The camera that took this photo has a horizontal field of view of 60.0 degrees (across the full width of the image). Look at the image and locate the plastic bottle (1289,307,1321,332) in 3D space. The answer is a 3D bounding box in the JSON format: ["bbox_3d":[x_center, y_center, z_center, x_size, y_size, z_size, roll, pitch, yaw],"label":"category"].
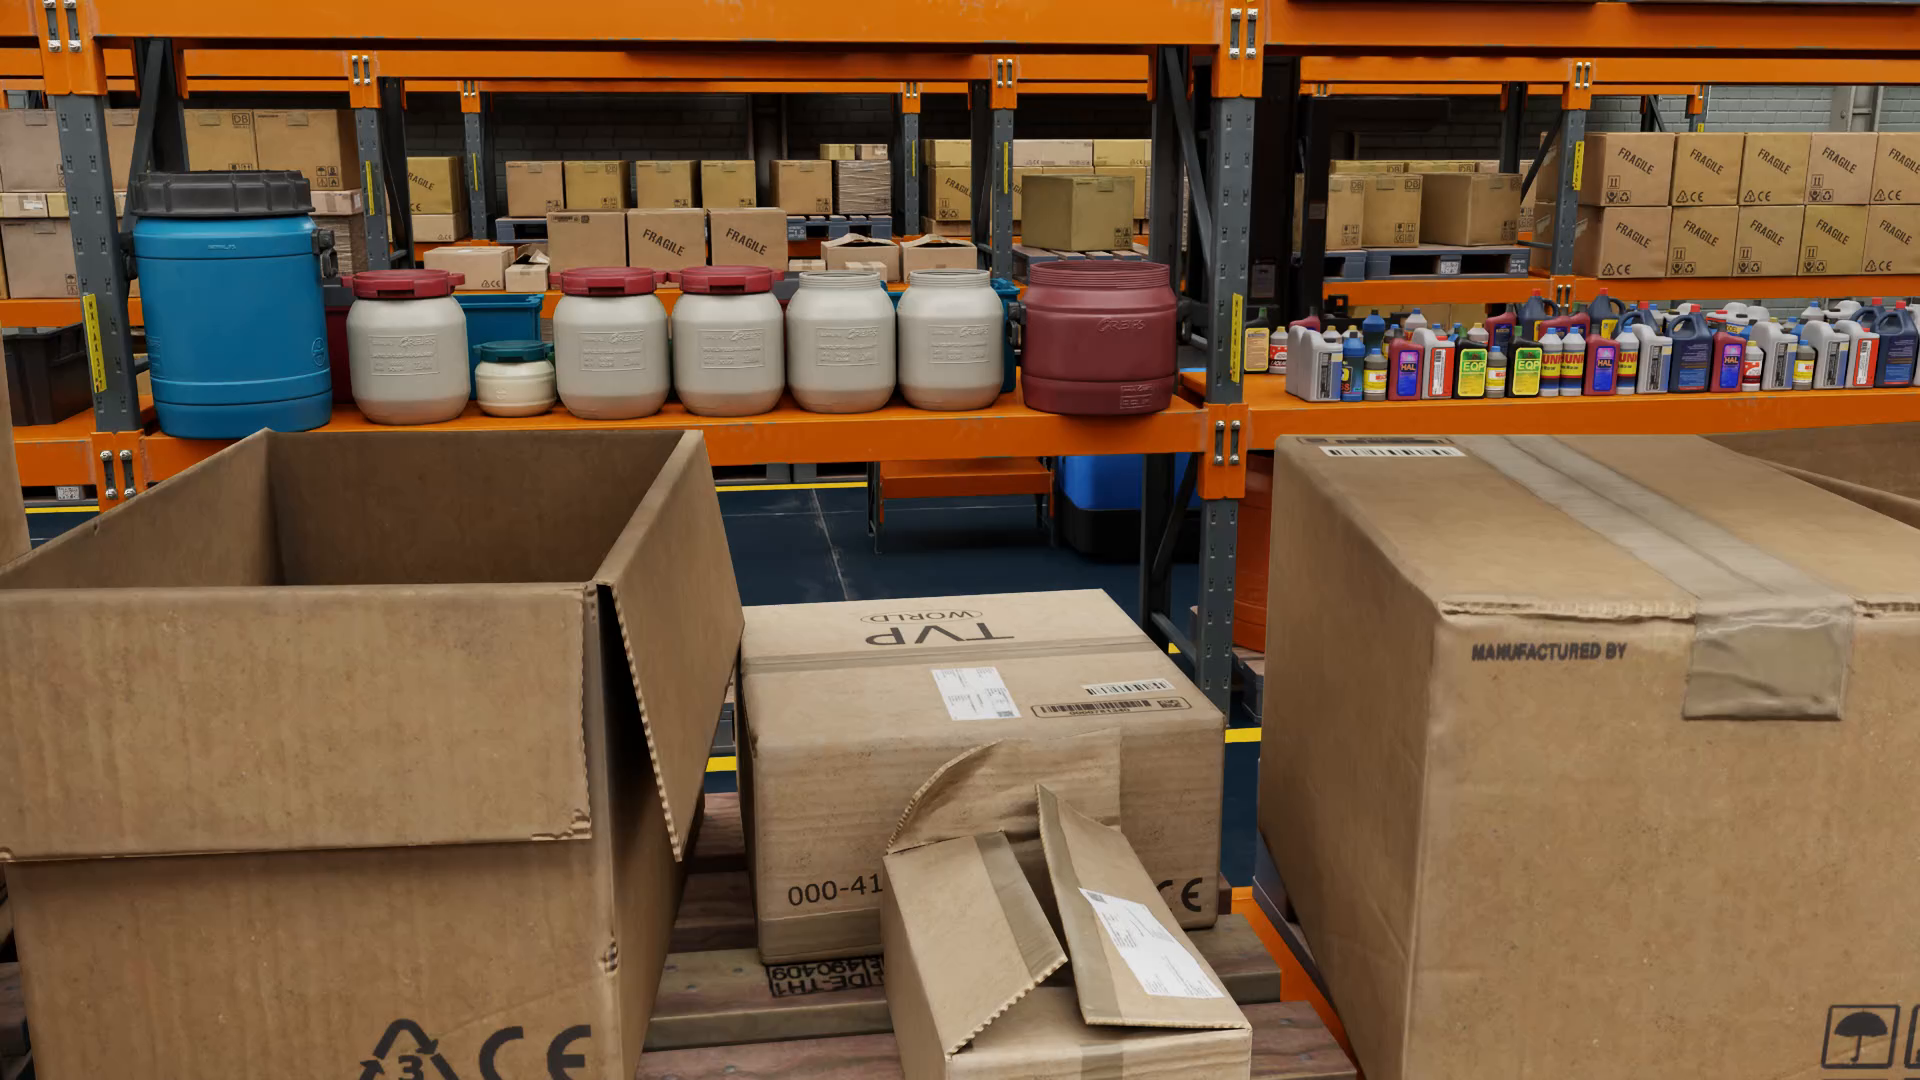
[{"bbox_3d":[1.512,-0.880,7.303,0.133,0.283,0.061,-2,14,-8],"label":"plastic bottle"}]

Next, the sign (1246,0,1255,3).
[{"bbox_3d":[1.036,-2.083,5.909,0.005,0.325,0.100,-2,14,-8],"label":"sign"}]

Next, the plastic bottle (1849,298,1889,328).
[{"bbox_3d":[3.838,-0.848,7.037,0.185,0.351,0.144,-2,14,-8],"label":"plastic bottle"}]

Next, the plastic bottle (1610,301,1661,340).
[{"bbox_3d":[2.797,-0.811,6.892,0.185,0.351,0.144,-2,14,-8],"label":"plastic bottle"}]

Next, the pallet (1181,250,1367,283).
[{"bbox_3d":[2.135,-1.981,11.848,1.213,0.211,1.003,-2,14,-8],"label":"pallet"}]

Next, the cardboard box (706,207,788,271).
[{"bbox_3d":[-1.444,-1.986,11.269,0.500,0.500,0.500,-3,14,-11],"label":"cardboard box"}]

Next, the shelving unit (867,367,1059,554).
[{"bbox_3d":[0.007,-0.546,9.586,1.048,1.125,0.538,-2,14,-8],"label":"shelving unit"}]

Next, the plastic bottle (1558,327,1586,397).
[{"bbox_3d":[2.456,-0.717,6.680,0.097,0.271,0.097,0,14,0],"label":"plastic bottle"}]

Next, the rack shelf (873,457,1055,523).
[{"bbox_3d":[0.007,-0.309,9.645,1.000,0.278,0.538,-2,14,-8],"label":"rack shelf"}]

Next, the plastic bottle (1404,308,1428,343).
[{"bbox_3d":[2.014,-0.888,7.360,0.097,0.271,0.097,0,14,0],"label":"plastic bottle"}]

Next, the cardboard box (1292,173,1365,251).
[{"bbox_3d":[2.431,-2.321,11.740,0.500,0.500,0.700,-6,15,-23],"label":"cardboard box"}]

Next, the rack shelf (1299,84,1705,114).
[{"bbox_3d":[5.404,-4.517,16.880,4.000,0.370,1.077,-2,14,-8],"label":"rack shelf"}]

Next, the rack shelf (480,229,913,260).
[{"bbox_3d":[-2.506,-2.772,16.089,4.000,0.370,1.077,-2,14,-8],"label":"rack shelf"}]

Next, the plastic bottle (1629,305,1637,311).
[{"bbox_3d":[3.028,-0.925,7.508,0.097,0.271,0.097,0,14,0],"label":"plastic bottle"}]

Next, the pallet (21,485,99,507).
[{"bbox_3d":[-5.744,-0.441,11.046,1.213,0.211,1.003,-2,14,-8],"label":"pallet"}]

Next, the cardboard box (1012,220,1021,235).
[{"bbox_3d":[0.588,-3.073,16.283,0.250,0.149,0.380,-2,14,-9],"label":"cardboard box"}]

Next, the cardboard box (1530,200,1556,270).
[{"bbox_3d":[4.624,-2.276,12.423,0.500,0.500,0.500,-2,14,-7],"label":"cardboard box"}]

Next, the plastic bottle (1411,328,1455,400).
[{"bbox_3d":[1.881,-0.705,6.622,0.135,0.276,0.152,-2,14,-8],"label":"plastic bottle"}]

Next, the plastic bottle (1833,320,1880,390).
[{"bbox_3d":[3.701,-0.772,6.888,0.135,0.276,0.152,-2,14,-8],"label":"plastic bottle"}]

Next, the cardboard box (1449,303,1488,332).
[{"bbox_3d":[5.187,-2.368,17.272,0.500,0.500,0.700,-2,14,-7],"label":"cardboard box"}]

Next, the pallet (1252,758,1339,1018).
[{"bbox_3d":[0.996,0.525,1.855,1.003,0.211,1.213,-2,14,-8],"label":"pallet"}]

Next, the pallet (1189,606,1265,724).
[{"bbox_3d":[1.721,0.503,7.281,1.213,0.211,1.003,-2,14,-8],"label":"pallet"}]

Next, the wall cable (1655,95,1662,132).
[{"bbox_3d":[8.507,-4.250,18.415,1.851,1.984,0.084,-2,14,-8],"label":"wall cable"}]

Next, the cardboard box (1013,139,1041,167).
[{"bbox_3d":[0.490,-3.734,16.045,0.500,0.250,0.500,-2,14,-9],"label":"cardboard box"}]

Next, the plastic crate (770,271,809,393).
[{"bbox_3d":[-0.696,-0.857,6.840,0.583,0.464,0.402,-2,14,-8],"label":"plastic crate"}]

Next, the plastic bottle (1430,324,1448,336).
[{"bbox_3d":[2.110,-0.857,7.382,0.097,0.201,0.097,0,14,0],"label":"plastic bottle"}]

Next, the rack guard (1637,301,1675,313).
[{"bbox_3d":[7.406,-2.272,17.754,0.348,0.500,1.175,-2,14,-8],"label":"rack guard"}]

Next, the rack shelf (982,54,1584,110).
[{"bbox_3d":[2.191,-3.181,11.551,4.000,0.370,1.077,-2,14,-8],"label":"rack shelf"}]

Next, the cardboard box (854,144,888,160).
[{"bbox_3d":[-0.865,-3.750,16.067,0.250,0.149,0.380,-4,15,-16],"label":"cardboard box"}]

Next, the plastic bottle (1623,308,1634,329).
[{"bbox_3d":[2.953,-0.887,7.356,0.097,0.271,0.097,0,14,0],"label":"plastic bottle"}]

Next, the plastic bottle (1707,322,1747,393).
[{"bbox_3d":[3.117,-0.743,6.757,0.133,0.283,0.061,-2,14,-8],"label":"plastic bottle"}]

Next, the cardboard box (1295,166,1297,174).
[{"bbox_3d":[3.008,-3.464,16.509,0.500,0.500,0.500,-2,14,-9],"label":"cardboard box"}]

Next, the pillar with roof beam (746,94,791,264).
[{"bbox_3d":[-1.302,-5.229,12.073,0.400,9.000,9.100,-2,14,-8],"label":"pillar with roof beam"}]

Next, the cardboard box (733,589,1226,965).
[{"bbox_3d":[-0.006,0.255,1.983,0.500,0.250,0.500,-3,14,-10],"label":"cardboard box"}]

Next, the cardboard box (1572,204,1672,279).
[{"bbox_3d":[4.713,-2.149,11.917,0.500,0.500,0.500,-2,14,-7],"label":"cardboard box"}]

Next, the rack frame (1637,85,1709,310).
[{"bbox_3d":[7.382,-3.484,17.446,0.127,3.000,1.000,-2,14,-8],"label":"rack frame"}]

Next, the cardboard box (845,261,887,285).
[{"bbox_3d":[-0.635,-1.781,11.175,0.250,0.149,0.380,-2,14,-8],"label":"cardboard box"}]

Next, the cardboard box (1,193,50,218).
[{"bbox_3d":[-5.757,-2.093,10.364,0.250,0.149,0.380,-2,14,-8],"label":"cardboard box"}]

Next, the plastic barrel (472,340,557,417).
[{"bbox_3d":[-1.676,-0.610,6.271,0.301,0.262,0.301,0,14,0],"label":"plastic barrel"}]

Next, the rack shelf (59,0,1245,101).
[{"bbox_3d":[-1.030,-1.844,6.221,4.000,0.370,1.077,-2,14,-8],"label":"rack shelf"}]

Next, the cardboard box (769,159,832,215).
[{"bbox_3d":[-1.540,-3.409,16.040,0.500,0.500,0.700,-3,14,-14],"label":"cardboard box"}]

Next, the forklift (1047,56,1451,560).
[{"bbox_3d":[2.080,-1.452,9.485,3.031,2.935,1.130,-2,14,-7],"label":"forklift"}]

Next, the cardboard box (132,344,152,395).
[{"bbox_3d":[-5.158,-0.987,10.740,0.500,0.500,0.500,-2,14,-8],"label":"cardboard box"}]

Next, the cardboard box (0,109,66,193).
[{"bbox_3d":[-5.669,-2.463,10.503,0.500,0.500,0.700,-2,14,-8],"label":"cardboard box"}]

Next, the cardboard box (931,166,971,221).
[{"bbox_3d":[-0.010,-3.352,16.064,0.500,0.500,0.500,-2,14,-7],"label":"cardboard box"}]

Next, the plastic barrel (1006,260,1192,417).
[{"bbox_3d":[0.534,-0.787,6.414,0.708,0.536,0.600,-2,14,-8],"label":"plastic barrel"}]

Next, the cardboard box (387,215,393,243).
[{"bbox_3d":[-5.401,-2.880,15.305,0.500,0.250,0.500,-2,14,-8],"label":"cardboard box"}]

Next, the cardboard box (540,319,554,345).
[{"bbox_3d":[-3.759,-2.080,16.085,0.500,0.500,0.700,-2,14,-6],"label":"cardboard box"}]

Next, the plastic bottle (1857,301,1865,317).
[{"bbox_3d":[4.137,-0.966,7.670,0.097,0.271,0.097,0,14,0],"label":"plastic bottle"}]

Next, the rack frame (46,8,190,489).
[{"bbox_3d":[-3.008,-0.666,6.210,0.127,3.000,1.000,-2,14,-8],"label":"rack frame"}]

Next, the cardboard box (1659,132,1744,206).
[{"bbox_3d":[5.186,-2.649,11.857,0.500,0.500,0.500,-3,14,-10],"label":"cardboard box"}]
